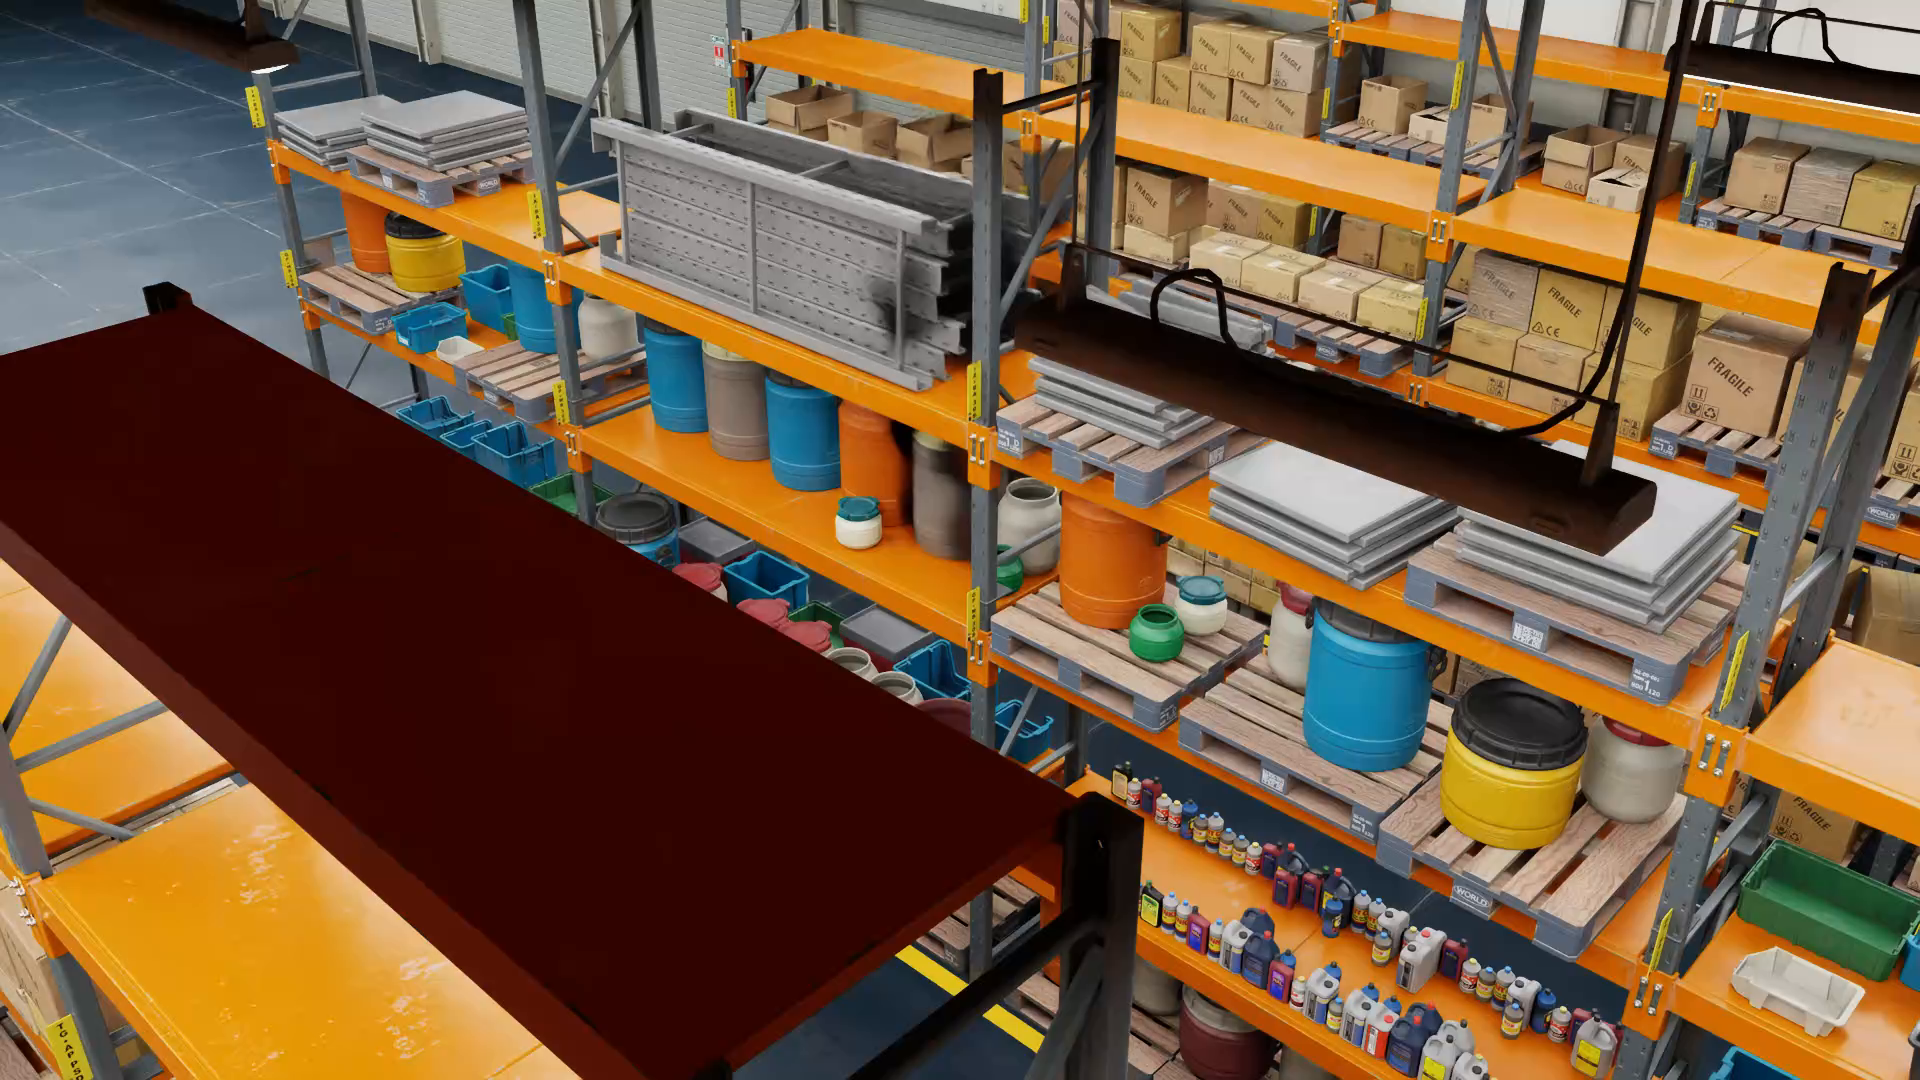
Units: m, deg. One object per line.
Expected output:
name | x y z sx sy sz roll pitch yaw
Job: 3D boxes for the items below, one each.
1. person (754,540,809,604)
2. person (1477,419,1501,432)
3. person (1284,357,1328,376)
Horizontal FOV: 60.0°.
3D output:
person | -1.574 -0.059 14.612 0.558 1.660 0.358 21 35 32
person | 4.906 -0.719 15.734 0.538 1.740 0.623 16 33 27
person | 3.257 -1.324 16.751 0.651 1.655 0.677 16 33 26
